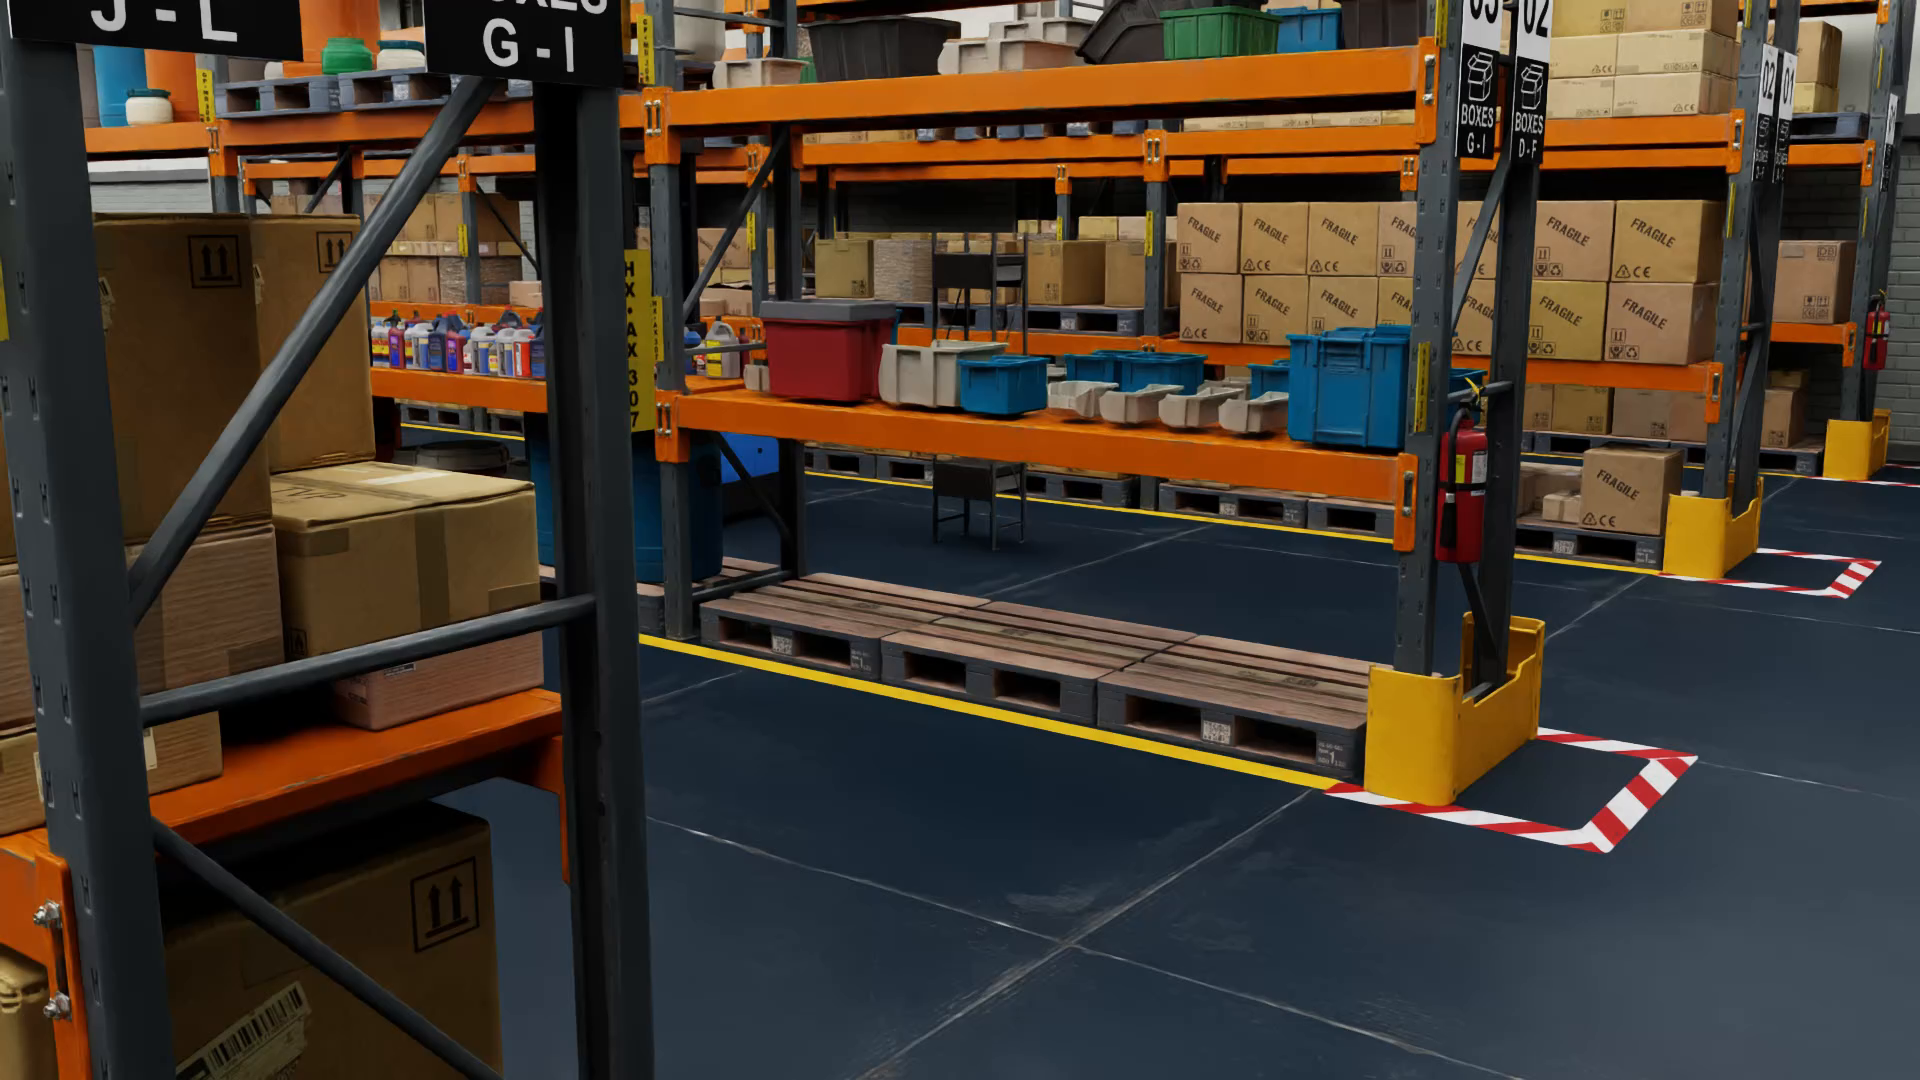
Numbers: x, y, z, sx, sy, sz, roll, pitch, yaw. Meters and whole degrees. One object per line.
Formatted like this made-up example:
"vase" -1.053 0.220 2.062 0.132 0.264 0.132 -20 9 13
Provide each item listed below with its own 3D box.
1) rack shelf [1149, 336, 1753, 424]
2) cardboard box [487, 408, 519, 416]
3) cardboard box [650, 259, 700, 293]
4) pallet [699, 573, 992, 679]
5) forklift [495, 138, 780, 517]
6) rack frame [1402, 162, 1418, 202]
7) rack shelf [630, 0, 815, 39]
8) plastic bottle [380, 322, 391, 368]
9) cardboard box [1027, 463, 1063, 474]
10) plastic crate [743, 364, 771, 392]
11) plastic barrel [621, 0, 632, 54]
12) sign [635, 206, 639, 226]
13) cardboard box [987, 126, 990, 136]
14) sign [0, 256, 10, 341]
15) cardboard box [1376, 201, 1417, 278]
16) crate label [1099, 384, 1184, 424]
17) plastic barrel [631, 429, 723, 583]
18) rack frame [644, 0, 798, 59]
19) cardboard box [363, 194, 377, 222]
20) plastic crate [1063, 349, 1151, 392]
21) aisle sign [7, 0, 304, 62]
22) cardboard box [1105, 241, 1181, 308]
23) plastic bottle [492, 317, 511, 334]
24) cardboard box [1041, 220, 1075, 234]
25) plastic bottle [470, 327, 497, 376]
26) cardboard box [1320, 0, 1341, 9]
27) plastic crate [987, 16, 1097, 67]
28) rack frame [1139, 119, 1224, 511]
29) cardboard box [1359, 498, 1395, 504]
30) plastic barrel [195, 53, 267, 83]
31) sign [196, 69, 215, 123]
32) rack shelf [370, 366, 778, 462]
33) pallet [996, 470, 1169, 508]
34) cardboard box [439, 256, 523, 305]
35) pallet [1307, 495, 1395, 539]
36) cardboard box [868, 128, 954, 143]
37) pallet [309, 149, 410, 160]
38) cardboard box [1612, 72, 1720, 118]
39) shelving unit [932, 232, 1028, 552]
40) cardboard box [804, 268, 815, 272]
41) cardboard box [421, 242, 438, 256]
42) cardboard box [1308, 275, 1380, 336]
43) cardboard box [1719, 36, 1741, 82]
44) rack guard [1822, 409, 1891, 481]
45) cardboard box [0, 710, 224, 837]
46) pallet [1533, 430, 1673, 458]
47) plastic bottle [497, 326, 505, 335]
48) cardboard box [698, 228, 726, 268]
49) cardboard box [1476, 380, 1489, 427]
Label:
"rack shelf" 3.331 -1.196 11.708 4.000 0.370 1.077 8 13 36
"cardboard box" -4.550 -1.446 17.242 0.500 0.250 0.500 8 13 34
"cardboard box" -2.867 -2.459 16.079 0.500 0.500 0.500 7 13 33
"pallet" -0.600 0.430 8.753 1.213 0.211 1.003 8 13 36
"forklift" -2.820 -1.744 12.829 3.031 2.935 1.130 6 13 29
"rack frame" 4.648 -2.533 16.724 0.127 3.000 1.000 8 13 36
"rack shelf" -3.117 -4.844 15.825 4.000 0.370 1.077 8 13 36
"plastic bottle" -3.460 -1.183 10.088 0.097 0.271 0.097 0 11 0
"cardboard box" 0.758 -0.831 13.351 0.500 0.500 0.500 8 14 36
"plastic crate" -0.925 -0.842 8.520 0.243 0.136 0.396 8 13 36
"plastic barrel" -2.072 -2.859 8.911 0.600 0.588 0.600 0 11 0
"sign" -4.679 -4.688 23.985 0.005 0.325 0.100 8 13 36
"cardboard box" 0.434 -4.676 19.579 0.637 0.503 0.797 11 15 43
"sign" -1.256 -0.411 2.087 0.005 0.325 0.100 8 13 36
"cardboard box" 3.179 -2.044 11.303 0.500 0.500 0.500 8 14 37
"crate label" 0.780 -0.593 7.232 0.243 0.136 0.396 8 13 36
"plastic barrel" -1.644 -0.256 9.373 0.708 0.901 0.600 8 13 36
"rack frame" -1.216 -3.961 8.315 0.127 3.000 1.000 8 13 36
"cardboard box" -6.304 -3.578 18.446 0.500 0.500 0.700 8 14 36
"plastic crate" 0.701 -0.774 7.914 0.300 0.233 0.416 8 13 36
"aisle sign" -1.043 -1.030 2.114 0.004 0.787 0.394 8 13 36
"cardboard box" 1.470 -2.117 13.205 0.500 0.500 0.700 3 11 16
"plastic bottle" -2.876 -1.257 10.437 0.133 0.283 0.061 8 13 36
"cardboard box" 1.128 -3.600 19.112 0.250 0.149 0.380 6 12 28
"plastic bottle" -2.721 -1.089 9.588 0.135 0.276 0.152 8 13 36
"cardboard box" 2.859 -3.605 11.472 0.500 0.500 0.700 8 13 36
"plastic crate" 0.405 -2.277 7.818 0.530 0.282 0.437 8 13 36
"rack frame" 1.719 -1.774 12.802 0.127 3.000 1.000 8 13 36
"cardboard box" 3.236 -0.554 11.910 0.637 0.503 0.797 8 13 36
"plastic barrel" -4.973 -3.310 11.525 0.600 0.901 0.600 0 11 0
"sign" -4.760 -2.802 10.494 0.005 0.325 0.100 8 13 36
"rack shelf" -2.828 -0.888 10.115 4.000 0.370 1.077 8 13 36
"pallet" 1.041 -0.490 13.510 1.213 0.211 1.003 8 13 36
"cardboard box" -5.090 -2.771 17.694 0.500 0.500 0.700 8 13 34
"pallet" 3.260 -0.190 11.958 1.213 0.211 1.003 8 13 36
"cardboard box" -0.303 -3.586 14.007 0.500 0.500 0.910 8 13 36
"pallet" -6.411 -4.332 18.359 1.213 0.211 1.003 8 13 36
"cardboard box" 4.373 -2.741 10.297 0.500 0.250 0.500 8 13 36
"shelving unit" 0.133 -1.012 11.234 0.503 2.100 0.431 8 13 36
"cardboard box" -2.052 -3.454 21.828 0.500 0.250 0.500 8 14 36
"cardboard box" -5.486 -3.096 17.664 0.250 0.149 0.380 7 13 34
"cardboard box" 2.785 -1.610 11.693 0.500 0.500 0.500 8 13 35
"cardboard box" 4.683 -3.066 10.664 0.500 0.250 0.500 8 13 36
"rack guard" 7.892 -0.853 14.623 0.348 0.500 1.175 8 13 36
"cardboard box" -1.405 0.326 2.611 0.250 0.149 0.380 8 14 37
"pallet" 6.202 -0.929 15.777 1.213 0.211 1.003 8 13 36
"plastic bottle" -2.662 -1.108 9.698 0.097 0.271 0.097 0 11 0
"cardboard box" -3.169 -3.856 21.931 0.500 0.500 0.500 7 13 34
"cardboard box" 5.190 -1.412 16.406 0.500 0.500 0.700 8 14 36
